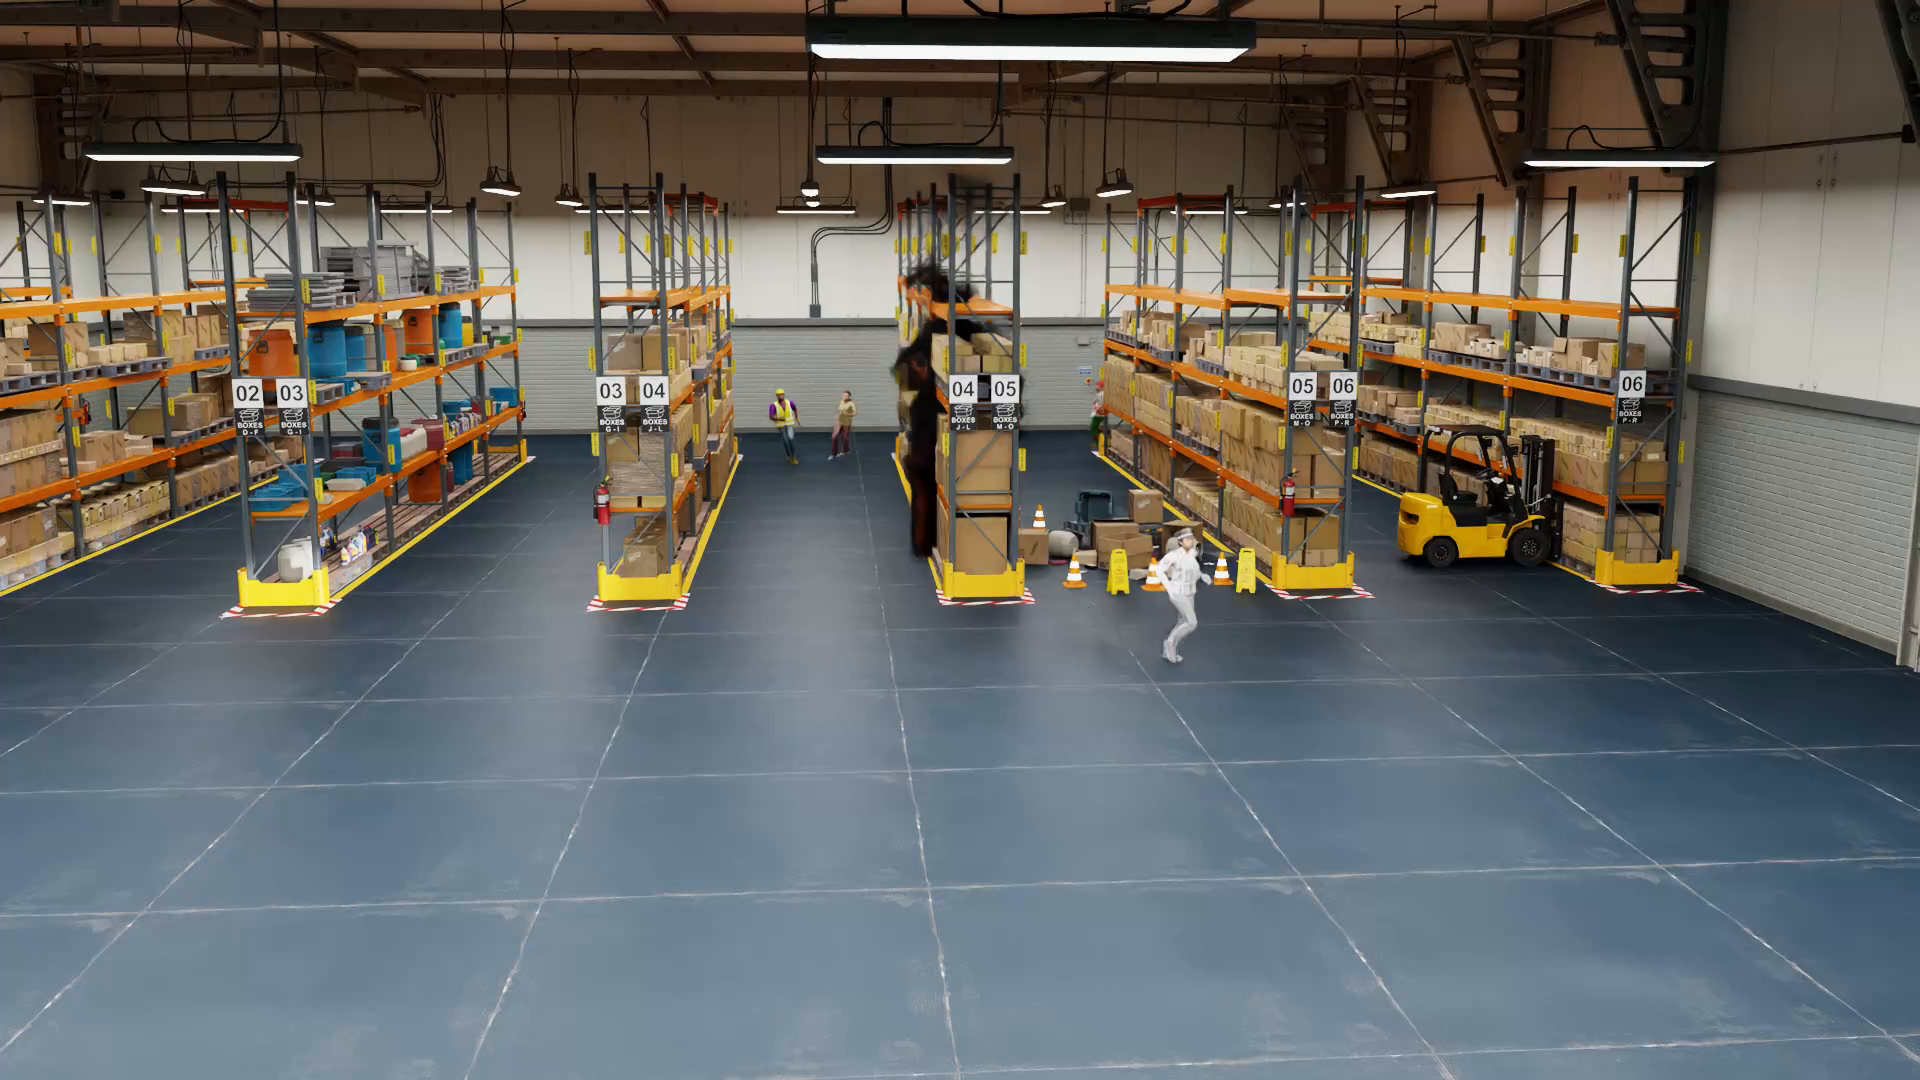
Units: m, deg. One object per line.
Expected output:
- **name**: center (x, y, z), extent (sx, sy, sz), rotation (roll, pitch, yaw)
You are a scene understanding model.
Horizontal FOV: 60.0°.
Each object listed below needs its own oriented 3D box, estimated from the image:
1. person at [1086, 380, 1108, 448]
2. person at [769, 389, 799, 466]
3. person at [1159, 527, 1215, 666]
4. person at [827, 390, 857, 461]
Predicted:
- **person**: center (3.414, -3.142, 41.572), extent (0.544, 1.710, 0.714), rotation (2, 10, 9)
- **person**: center (-4.066, -2.623, 38.460), extent (0.692, 1.739, 0.743), rotation (-2, 10, -9)
- **person**: center (2.770, 0.675, 20.088), extent (0.585, 1.705, 0.662), rotation (-10, 14, -44)
- **person**: center (-2.719, -2.722, 39.469), extent (0.669, 1.686, 0.793), rotation (4, 11, 20)
